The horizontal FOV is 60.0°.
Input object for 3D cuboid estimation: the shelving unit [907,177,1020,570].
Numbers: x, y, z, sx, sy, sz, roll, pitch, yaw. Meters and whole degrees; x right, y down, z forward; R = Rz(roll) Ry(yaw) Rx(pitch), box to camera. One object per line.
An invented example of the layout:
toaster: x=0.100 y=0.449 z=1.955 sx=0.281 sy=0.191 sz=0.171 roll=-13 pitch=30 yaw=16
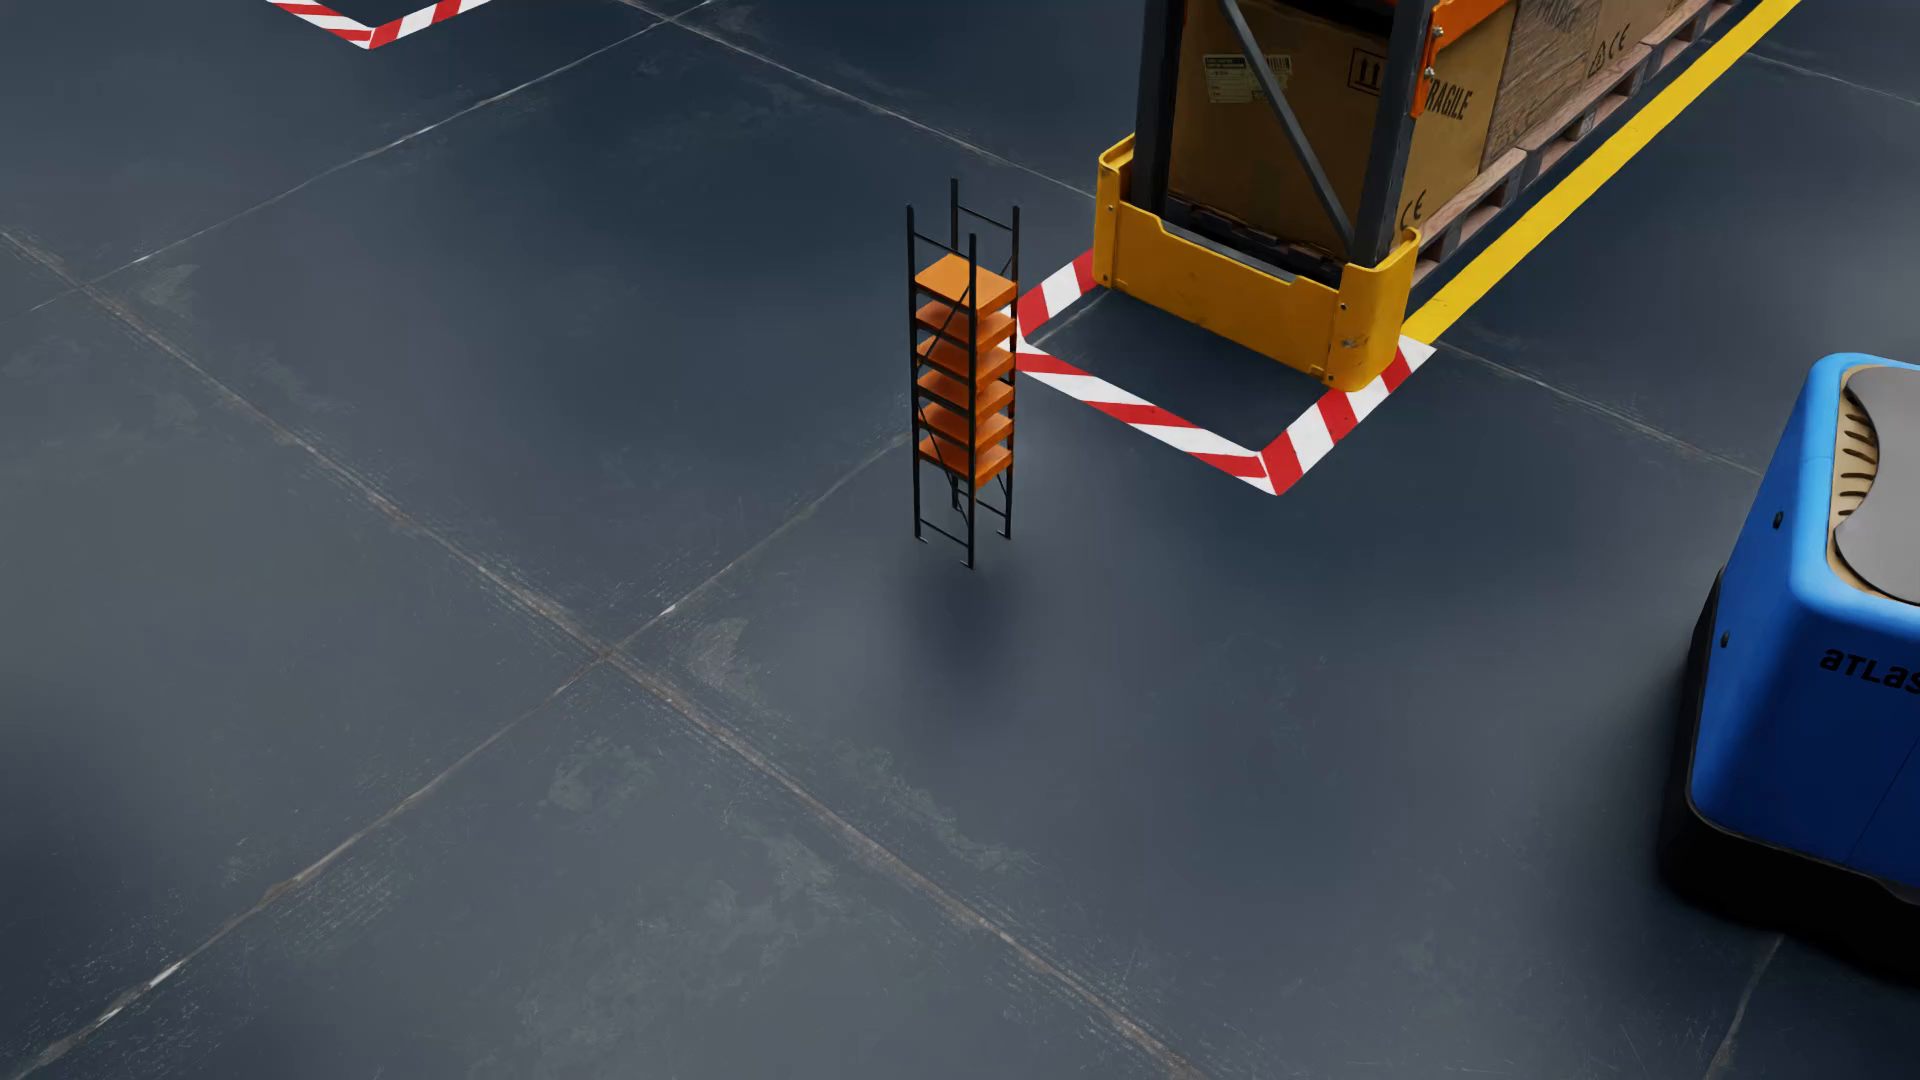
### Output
shelving unit: x=0.009 y=-0.451 z=4.855 sx=0.258 sy=1.200 sz=0.189 roll=29 pitch=50 yaw=28

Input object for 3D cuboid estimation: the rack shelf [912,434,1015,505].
rack shelf: x=0.009 y=-0.241 z=5.046 sx=0.258 sy=0.103 sz=0.180 roll=29 pitch=50 yaw=28

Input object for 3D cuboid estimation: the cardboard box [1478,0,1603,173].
cardboard box: x=1.986 y=-2.163 z=6.666 sx=0.875 sy=0.875 sz=0.875 roll=29 pitch=50 yaw=28

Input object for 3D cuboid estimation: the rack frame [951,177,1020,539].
rack frame: x=0.068 y=-0.498 z=4.906 sx=0.240 sy=1.200 sz=0.006 roll=29 pitch=50 yaw=28

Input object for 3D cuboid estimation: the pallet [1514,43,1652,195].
pallet: x=2.290 y=-2.000 z=7.293 sx=1.003 sy=0.211 sz=1.213 roll=29 pitch=50 yaw=28

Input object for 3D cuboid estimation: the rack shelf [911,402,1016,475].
rack shelf: x=0.009 y=-0.330 z=4.965 sx=0.258 sy=0.103 sz=0.180 roll=29 pitch=50 yaw=28

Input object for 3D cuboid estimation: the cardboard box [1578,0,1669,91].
cardboard box: x=2.559 y=-2.621 z=7.170 sx=0.875 sy=0.875 sz=0.875 roll=29 pitch=50 yaw=28

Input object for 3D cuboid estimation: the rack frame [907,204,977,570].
rack frame: x=-0.050 y=-0.404 z=4.803 sx=0.240 sy=1.200 sz=0.006 roll=29 pitch=50 yaw=28

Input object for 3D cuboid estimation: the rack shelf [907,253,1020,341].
rack shelf: x=0.009 y=-0.685 z=4.642 sx=0.258 sy=0.103 sz=0.180 roll=29 pitch=50 yaw=28

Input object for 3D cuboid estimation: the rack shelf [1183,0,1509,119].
rack shelf: x=2.337 y=-2.724 z=6.551 sx=1.077 sy=0.370 sz=4.000 roll=29 pitch=50 yaw=28

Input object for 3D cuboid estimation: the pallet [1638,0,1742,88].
pallet: x=3.075 y=-2.631 z=7.987 sx=1.003 sy=0.211 sz=1.213 roll=29 pitch=50 yaw=28

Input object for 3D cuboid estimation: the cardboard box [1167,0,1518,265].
cardboard box: x=1.400 y=-1.694 z=6.151 sx=0.875 sy=0.875 sz=0.875 roll=29 pitch=50 yaw=28

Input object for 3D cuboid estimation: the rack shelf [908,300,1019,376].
rack shelf: x=0.009 y=-0.596 z=4.723 sx=0.258 sy=0.103 sz=0.180 roll=29 pitch=50 yaw=28

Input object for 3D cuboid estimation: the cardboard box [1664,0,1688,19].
cardboard box: x=3.138 y=-3.085 z=7.680 sx=0.875 sy=0.875 sz=0.875 roll=29 pitch=50 yaw=28

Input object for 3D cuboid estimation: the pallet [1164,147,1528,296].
pallet: x=1.504 y=-1.375 z=6.605 sx=1.003 sy=0.211 sz=1.213 roll=29 pitch=50 yaw=28

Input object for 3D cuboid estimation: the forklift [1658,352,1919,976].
forklift: x=3.348 y=-0.086 z=3.165 sx=3.031 sy=2.935 sz=1.130 roll=17 pitch=45 yaw=17

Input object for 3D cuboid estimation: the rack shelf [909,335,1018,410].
rack shelf: x=0.009 y=-0.507 z=4.804 sx=0.258 sy=0.103 sz=0.180 roll=29 pitch=50 yaw=28

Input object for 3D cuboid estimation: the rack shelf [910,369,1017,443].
rack shelf: x=0.009 y=-0.419 z=4.884 sx=0.258 sy=0.103 sz=0.180 roll=29 pitch=50 yaw=28

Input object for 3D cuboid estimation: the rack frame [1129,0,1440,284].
rack frame: x=1.050 y=-1.961 z=5.177 sx=1.000 sy=3.000 sz=0.127 roll=29 pitch=50 yaw=28

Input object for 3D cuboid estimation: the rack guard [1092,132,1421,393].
rack guard: x=1.034 y=-1.024 z=6.004 sx=1.175 sy=0.500 sz=0.348 roll=29 pitch=50 yaw=28
